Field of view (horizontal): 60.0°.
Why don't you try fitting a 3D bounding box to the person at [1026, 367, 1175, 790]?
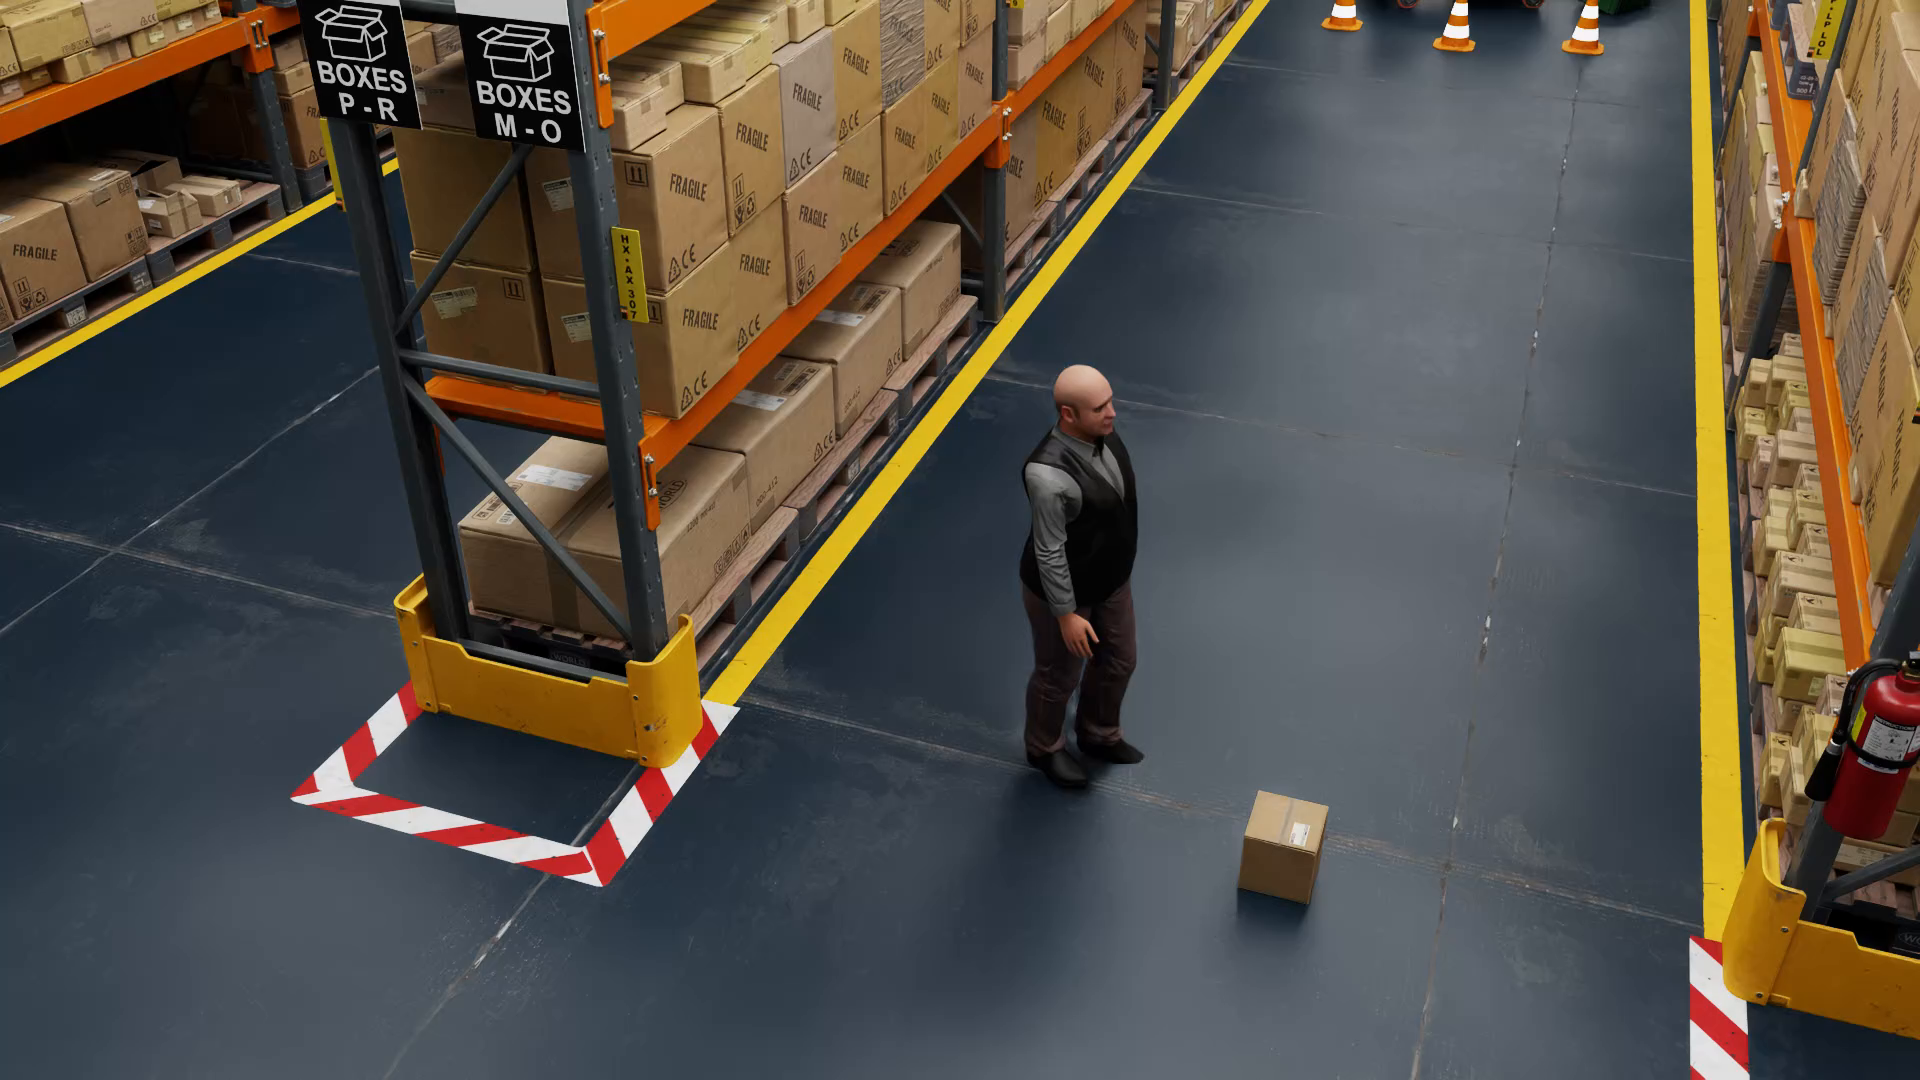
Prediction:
[{"bbox_3d":[0.476,0.205,5.869,0.522,1.771,0.556,20,38,28],"label":"person"}]
